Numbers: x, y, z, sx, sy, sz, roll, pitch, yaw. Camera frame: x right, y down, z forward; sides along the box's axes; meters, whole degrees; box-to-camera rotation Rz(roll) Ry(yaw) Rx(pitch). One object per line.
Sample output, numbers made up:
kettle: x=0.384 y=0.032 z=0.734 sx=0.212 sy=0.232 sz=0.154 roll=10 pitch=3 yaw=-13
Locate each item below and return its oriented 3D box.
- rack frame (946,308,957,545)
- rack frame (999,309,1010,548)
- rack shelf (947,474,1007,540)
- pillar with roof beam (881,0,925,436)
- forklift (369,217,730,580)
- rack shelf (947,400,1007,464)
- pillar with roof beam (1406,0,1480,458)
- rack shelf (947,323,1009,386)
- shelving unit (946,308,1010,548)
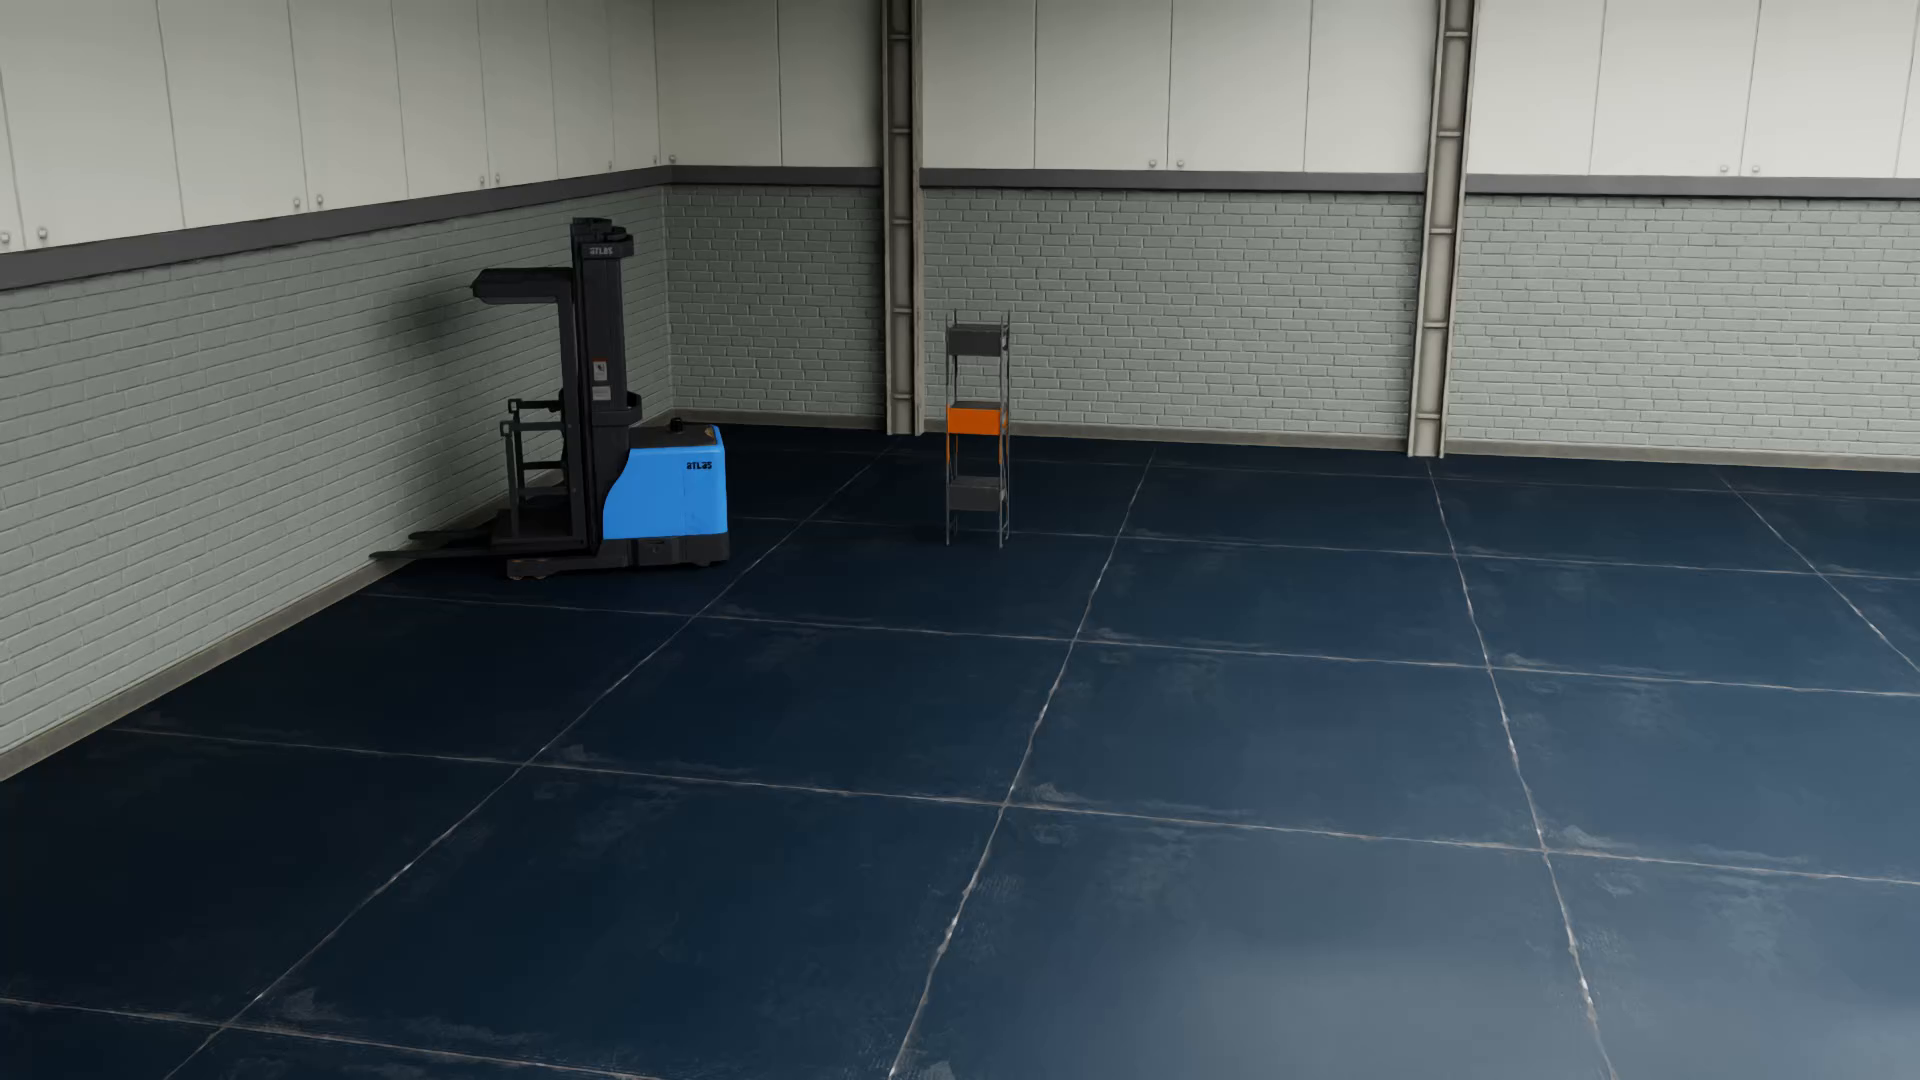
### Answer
rack frame: x=-0.077 y=-1.016 z=14.985 sx=0.015 sy=2.100 sz=0.400 roll=3 pitch=16 yaw=11
rack frame: x=0.401 y=-0.990 z=14.891 sx=0.015 sy=2.100 sz=0.400 roll=3 pitch=16 yaw=11
rack shelf: x=0.162 y=-0.315 z=15.128 sx=0.480 sy=0.518 sz=0.431 roll=3 pitch=16 yaw=11
pillar with roof beam: x=-1.508 y=-4.490 z=14.604 sx=0.400 sy=9.000 sz=9.100 roll=3 pitch=16 yaw=11
forklift: x=-3.564 y=-1.228 z=14.194 sx=3.031 sy=2.935 sz=1.130 roll=-3 pitch=16 yaw=-11
rack shelf: x=0.162 y=-0.990 z=14.942 sx=0.480 sy=0.518 sz=0.431 roll=3 pitch=16 yaw=11
pillar with roof beam: x=4.372 y=-4.171 z=13.451 sx=0.400 sy=9.000 sz=9.100 roll=3 pitch=16 yaw=11
rack shelf: x=0.162 y=-1.665 z=14.755 sx=0.480 sy=0.518 sz=0.431 roll=3 pitch=16 yaw=11
shelving unit: x=0.162 y=-1.003 z=14.938 sx=0.503 sy=2.100 sz=0.431 roll=3 pitch=16 yaw=11
